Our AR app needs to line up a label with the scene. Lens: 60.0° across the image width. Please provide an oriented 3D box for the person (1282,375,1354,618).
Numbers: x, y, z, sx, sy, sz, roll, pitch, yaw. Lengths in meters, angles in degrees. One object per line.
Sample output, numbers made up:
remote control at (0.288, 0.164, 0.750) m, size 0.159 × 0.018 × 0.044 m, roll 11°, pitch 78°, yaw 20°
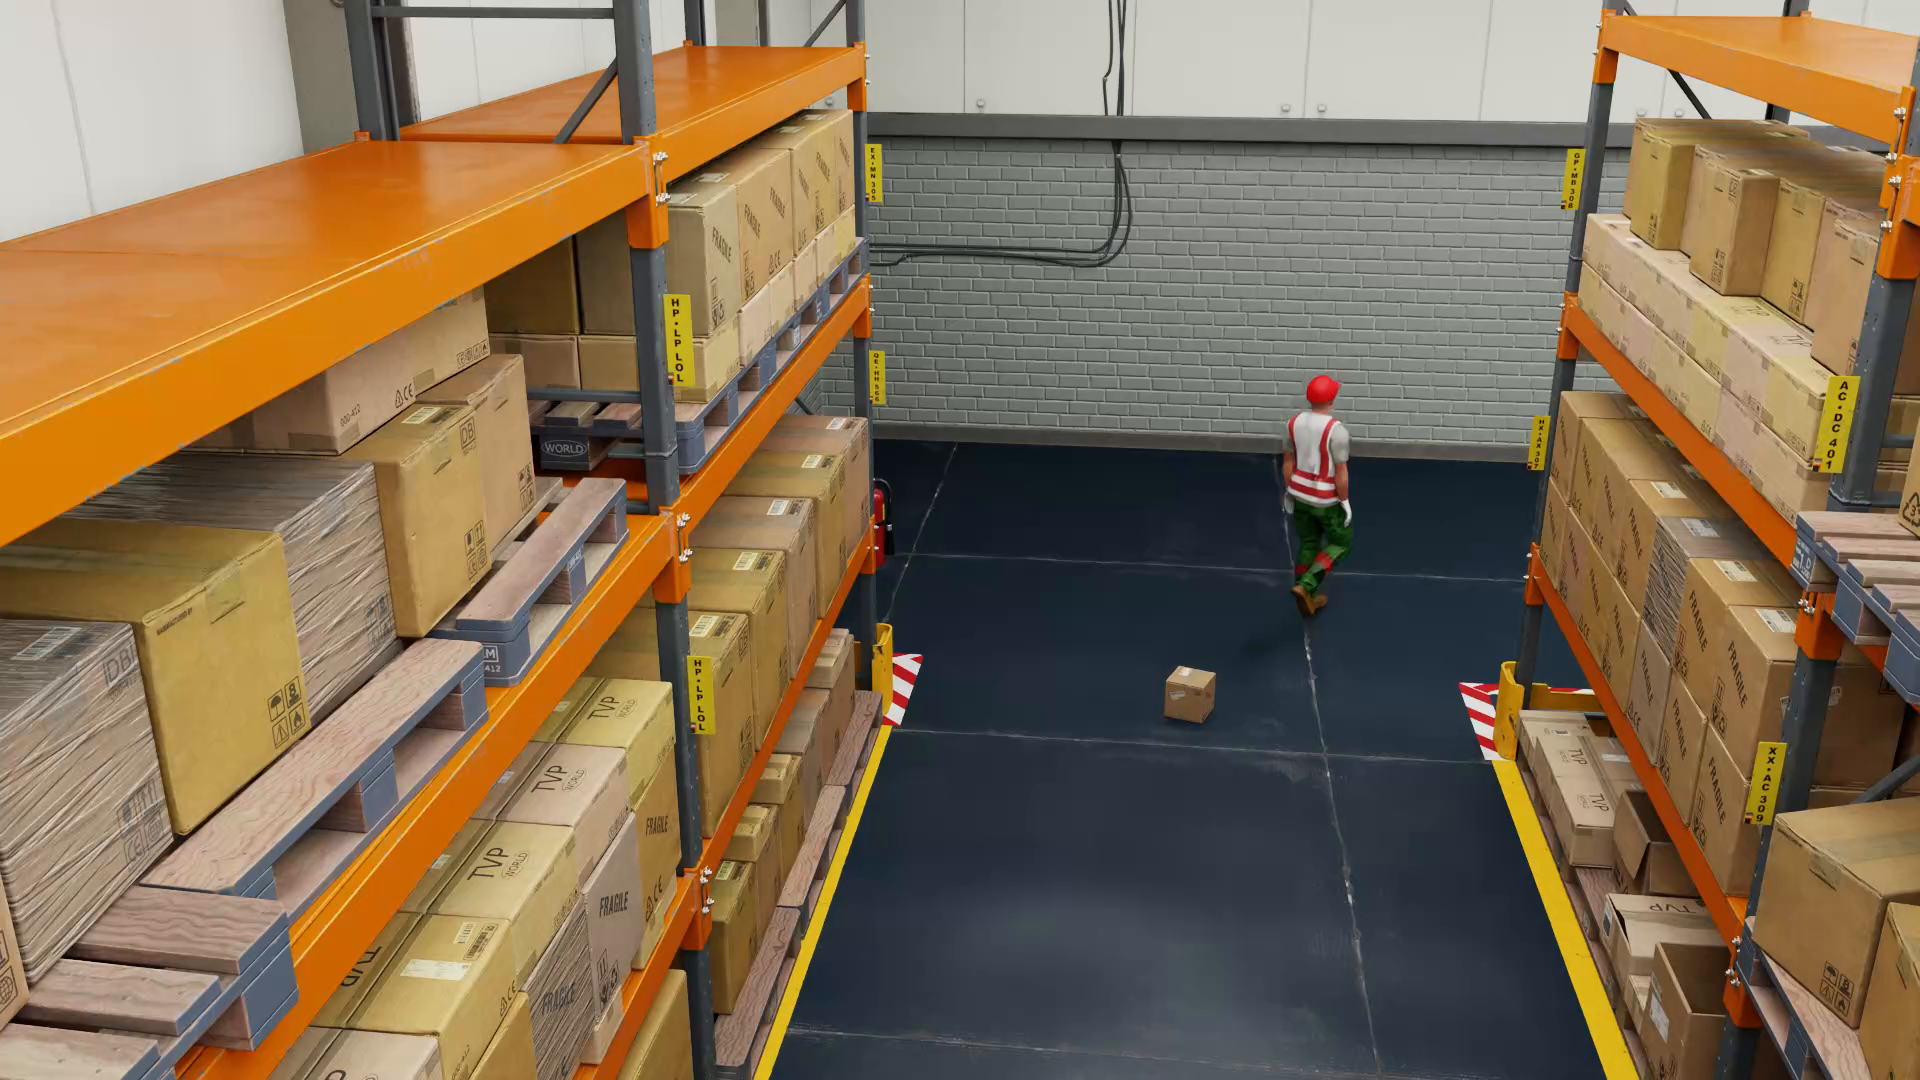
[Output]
person at (2.513, -0.297, 11.742) m, size 0.571 × 1.779 × 0.563 m, roll -18°, pitch 27°, yaw -39°
